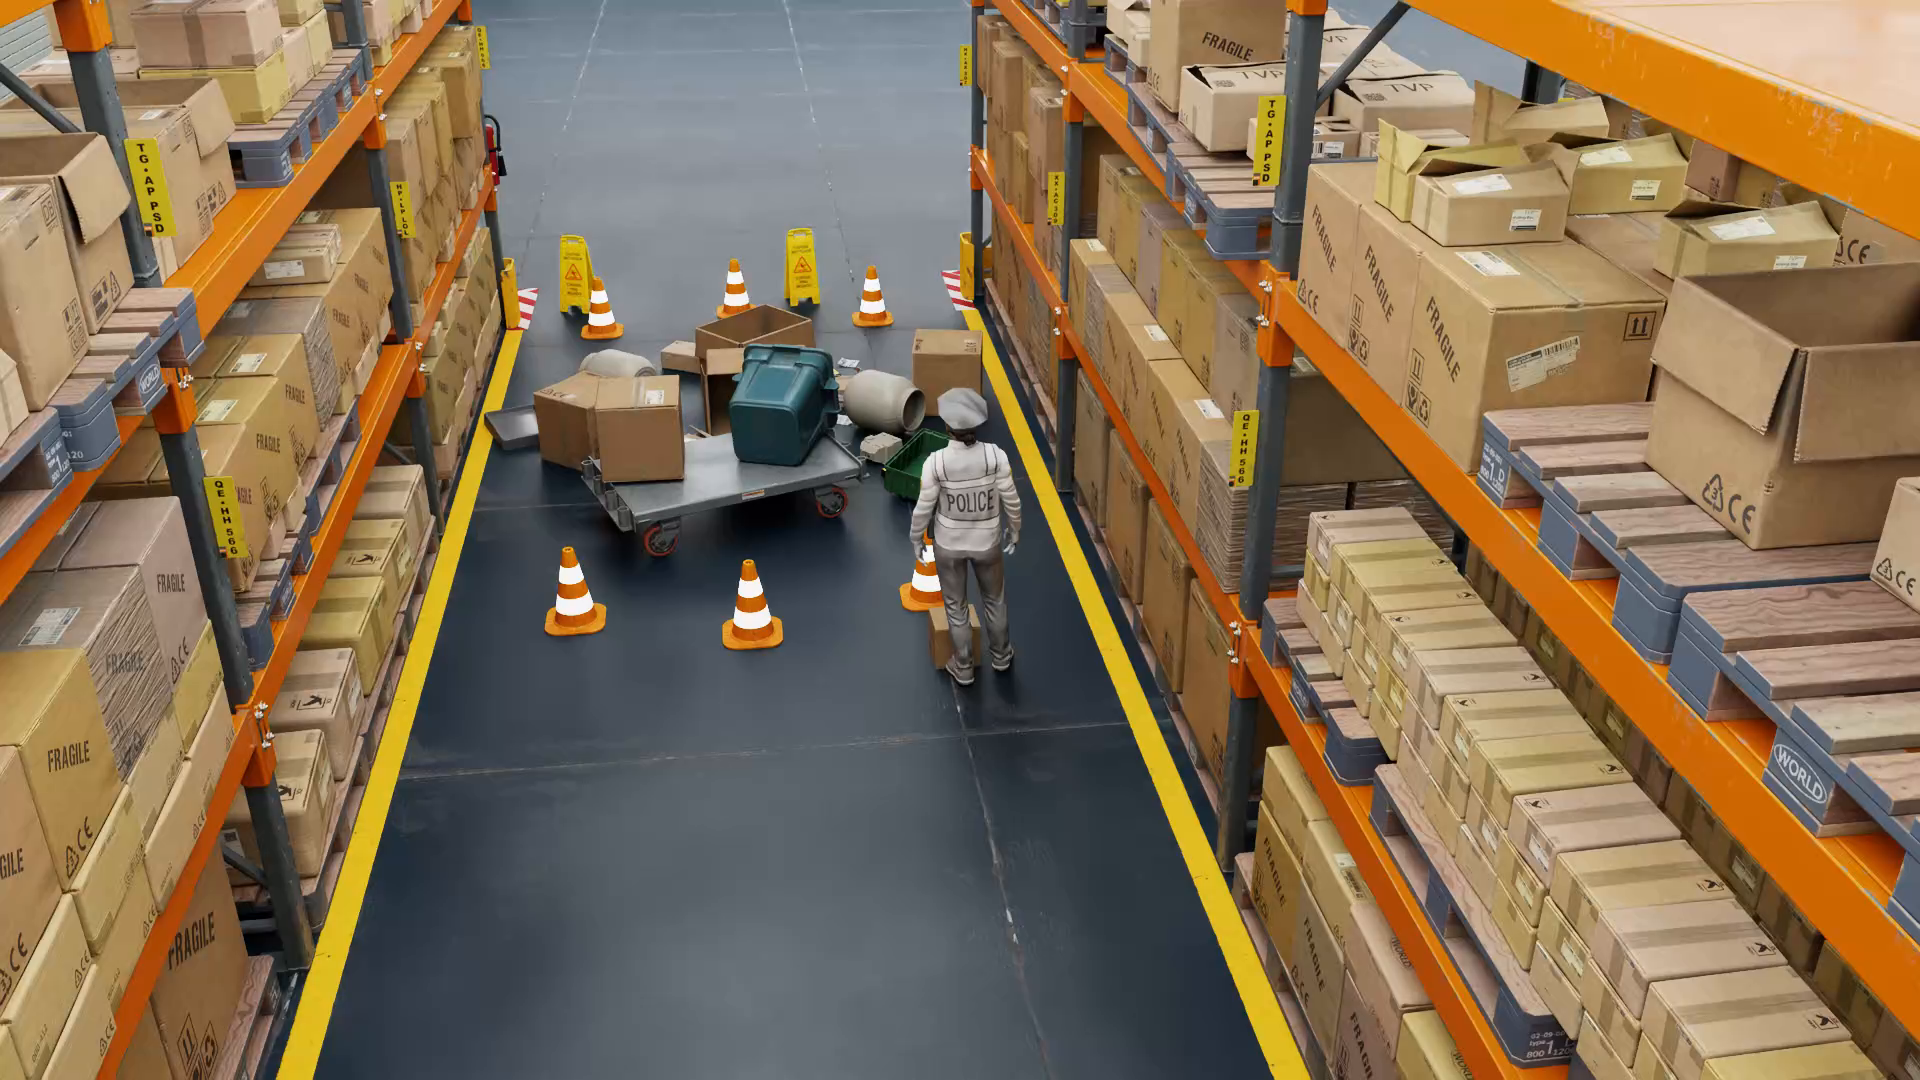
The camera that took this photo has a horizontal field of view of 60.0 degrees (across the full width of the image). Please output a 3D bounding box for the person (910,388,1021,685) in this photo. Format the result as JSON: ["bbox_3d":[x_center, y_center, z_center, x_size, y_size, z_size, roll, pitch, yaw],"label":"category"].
[{"bbox_3d":[0.028,-0.026,8.612,0.587,1.696,0.533,-4,28,-7],"label":"person"}]
